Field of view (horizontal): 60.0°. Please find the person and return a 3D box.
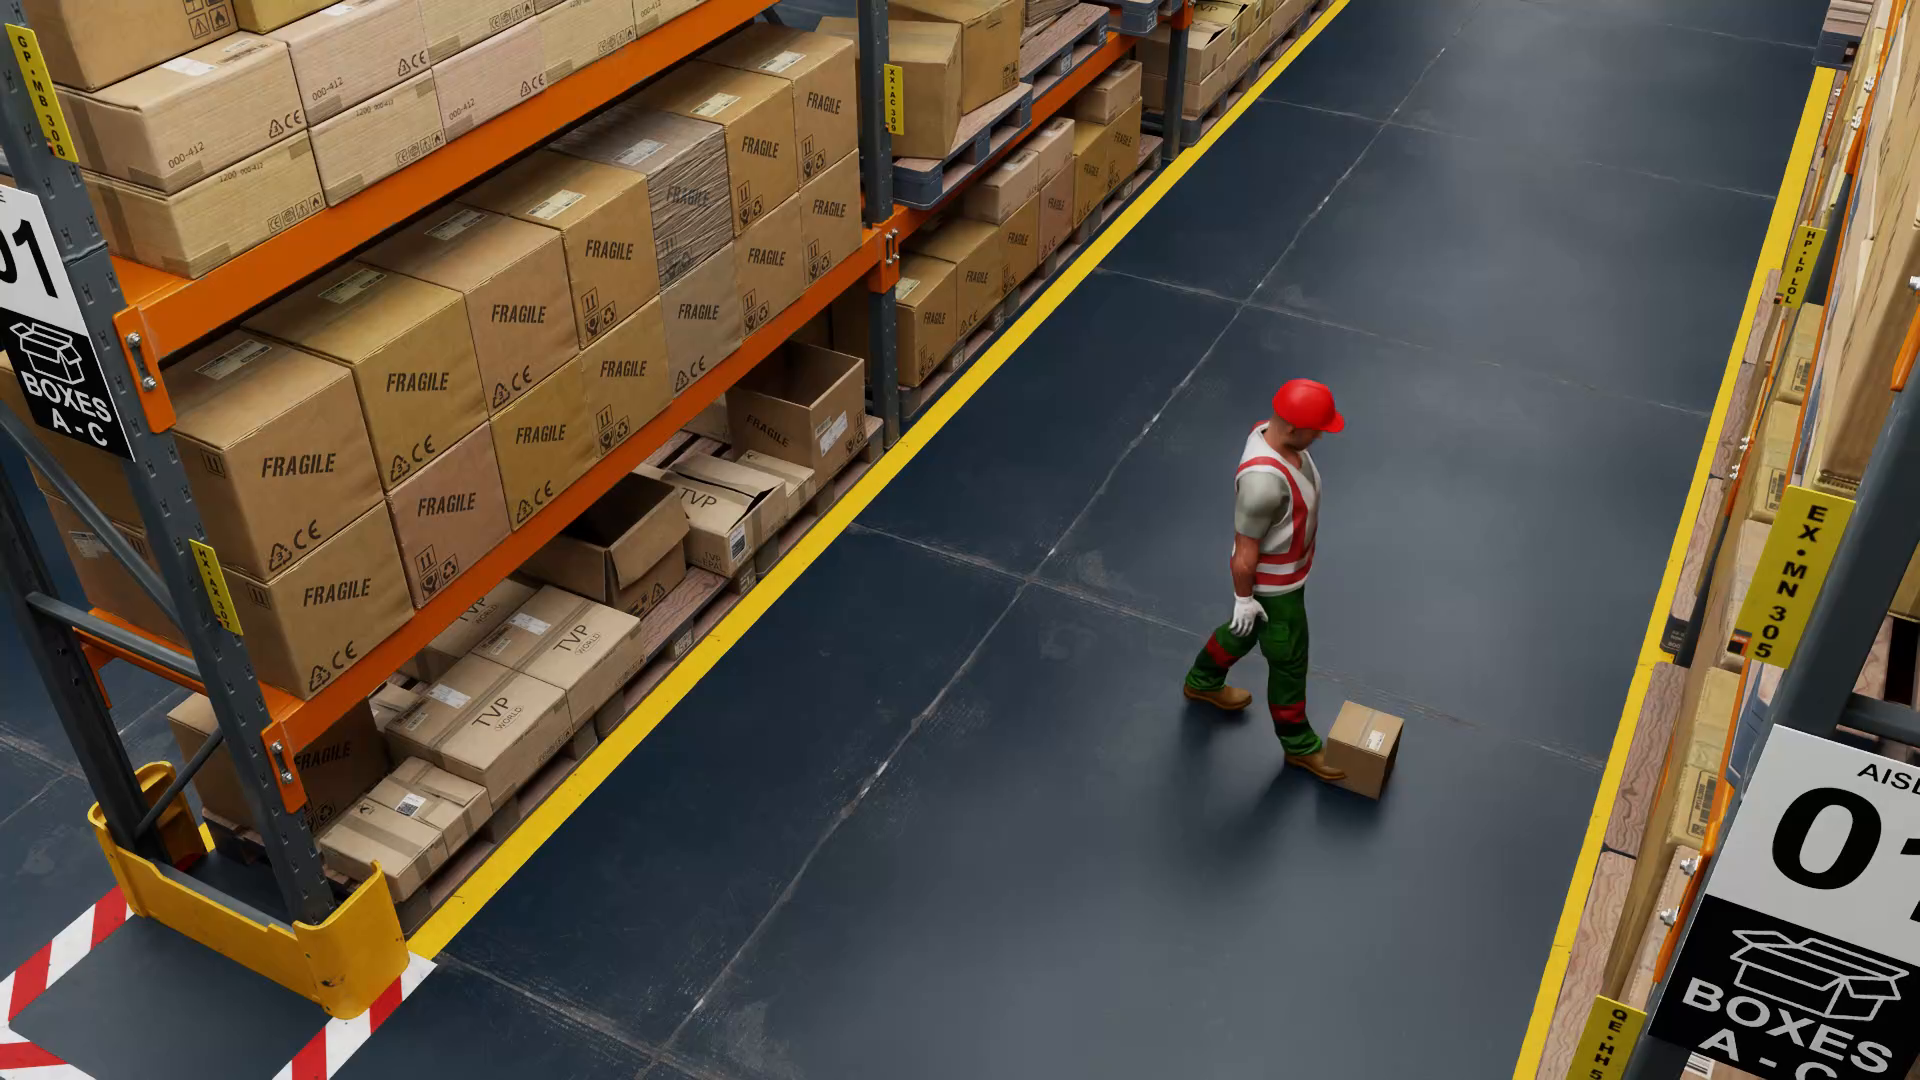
[{"bbox_3d":[1.307,0.124,6.562,0.779,1.766,0.596,12,39,15],"label":"person"}]
